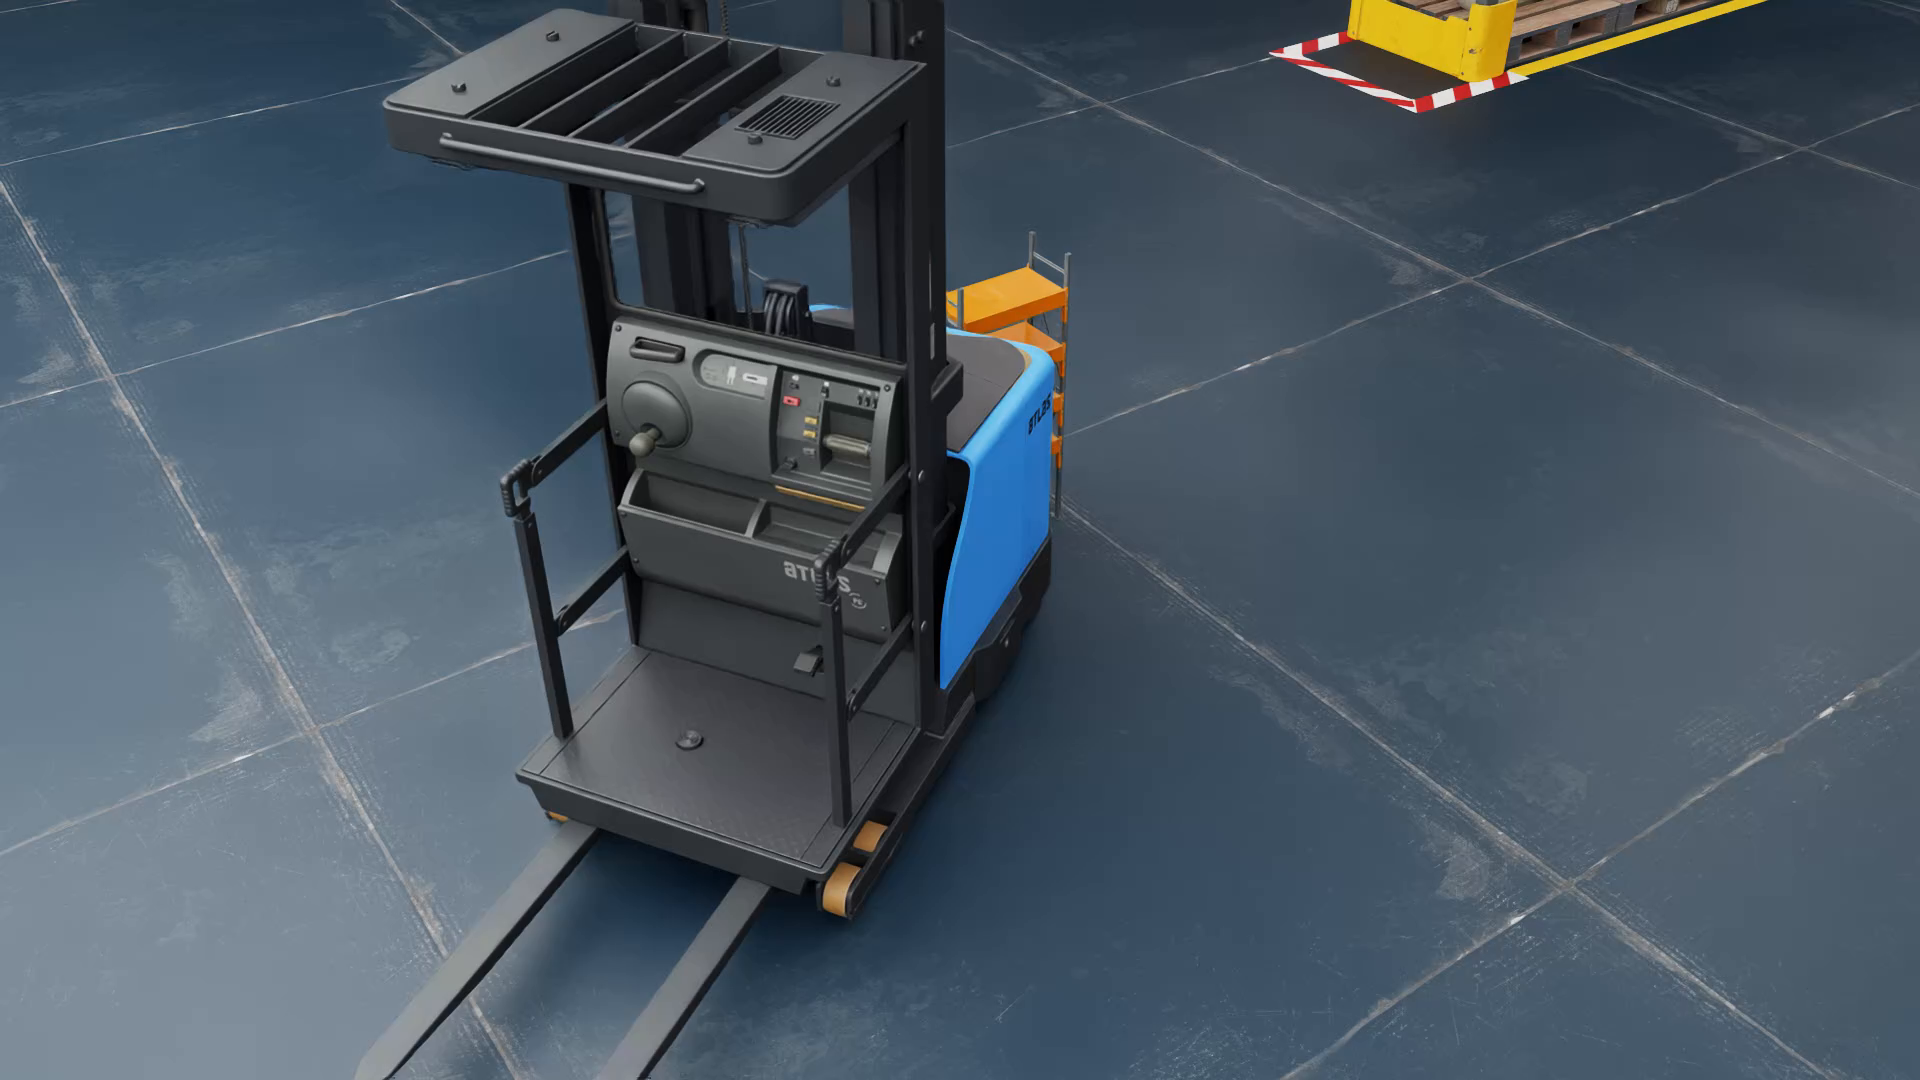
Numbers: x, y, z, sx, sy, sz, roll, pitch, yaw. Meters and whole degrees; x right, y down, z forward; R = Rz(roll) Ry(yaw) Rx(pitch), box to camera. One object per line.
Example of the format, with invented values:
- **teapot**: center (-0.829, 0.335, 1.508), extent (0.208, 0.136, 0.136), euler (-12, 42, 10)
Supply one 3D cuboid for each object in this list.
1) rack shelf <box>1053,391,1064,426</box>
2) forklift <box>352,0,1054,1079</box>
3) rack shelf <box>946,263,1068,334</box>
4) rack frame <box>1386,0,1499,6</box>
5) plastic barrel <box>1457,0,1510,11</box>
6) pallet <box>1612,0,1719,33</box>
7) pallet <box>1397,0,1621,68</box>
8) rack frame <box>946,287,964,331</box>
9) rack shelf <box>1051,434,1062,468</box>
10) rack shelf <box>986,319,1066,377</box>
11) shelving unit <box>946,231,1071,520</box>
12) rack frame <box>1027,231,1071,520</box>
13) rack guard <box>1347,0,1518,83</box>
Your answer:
- **rack shelf**: center (0.139, -0.492, 6.522), extent (0.480, 0.148, 0.258), euler (-22, 41, -28)
- **forklift**: center (-0.699, -0.314, 4.676), extent (1.130, 2.935, 3.031), euler (14, 38, 19)
- **rack shelf**: center (0.139, -0.866, 6.253), extent (0.480, 0.148, 0.258), euler (-22, 41, -28)
- **rack frame**: center (3.134, -4.498, 10.436), extent (0.127, 3.000, 1.000), euler (-22, 41, -28)
- **plastic barrel**: center (3.628, -3.917, 11.398), extent (0.421, 0.512, 0.421), euler (0, 36, 0)
- **pallet**: center (4.833, -4.093, 12.260), extent (1.213, 0.211, 1.003), euler (-22, 41, -28)
- **pallet**: center (3.836, -3.685, 11.693), extent (1.213, 0.211, 1.003), euler (-22, 41, -28)
- **rack frame**: center (-0.061, -0.465, 6.369), extent (0.015, 1.200, 0.240), euler (-22, 41, -28)
- **rack shelf**: center (0.139, -0.331, 6.638), extent (0.480, 0.148, 0.258), euler (-22, 41, -28)
- **rack shelf**: center (0.139, -0.674, 6.391), extent (0.480, 0.148, 0.258), euler (-22, 41, -28)
- **shelving unit**: center (0.139, -0.547, 6.483), extent (0.503, 1.200, 0.258), euler (-22, 41, -28)
- **rack frame**: center (0.339, -0.629, 6.597), extent (0.015, 1.200, 0.240), euler (-22, 41, -28)
- **rack guard**: center (3.169, -3.532, 11.232), extent (0.348, 0.500, 1.175), euler (-22, 41, -28)
